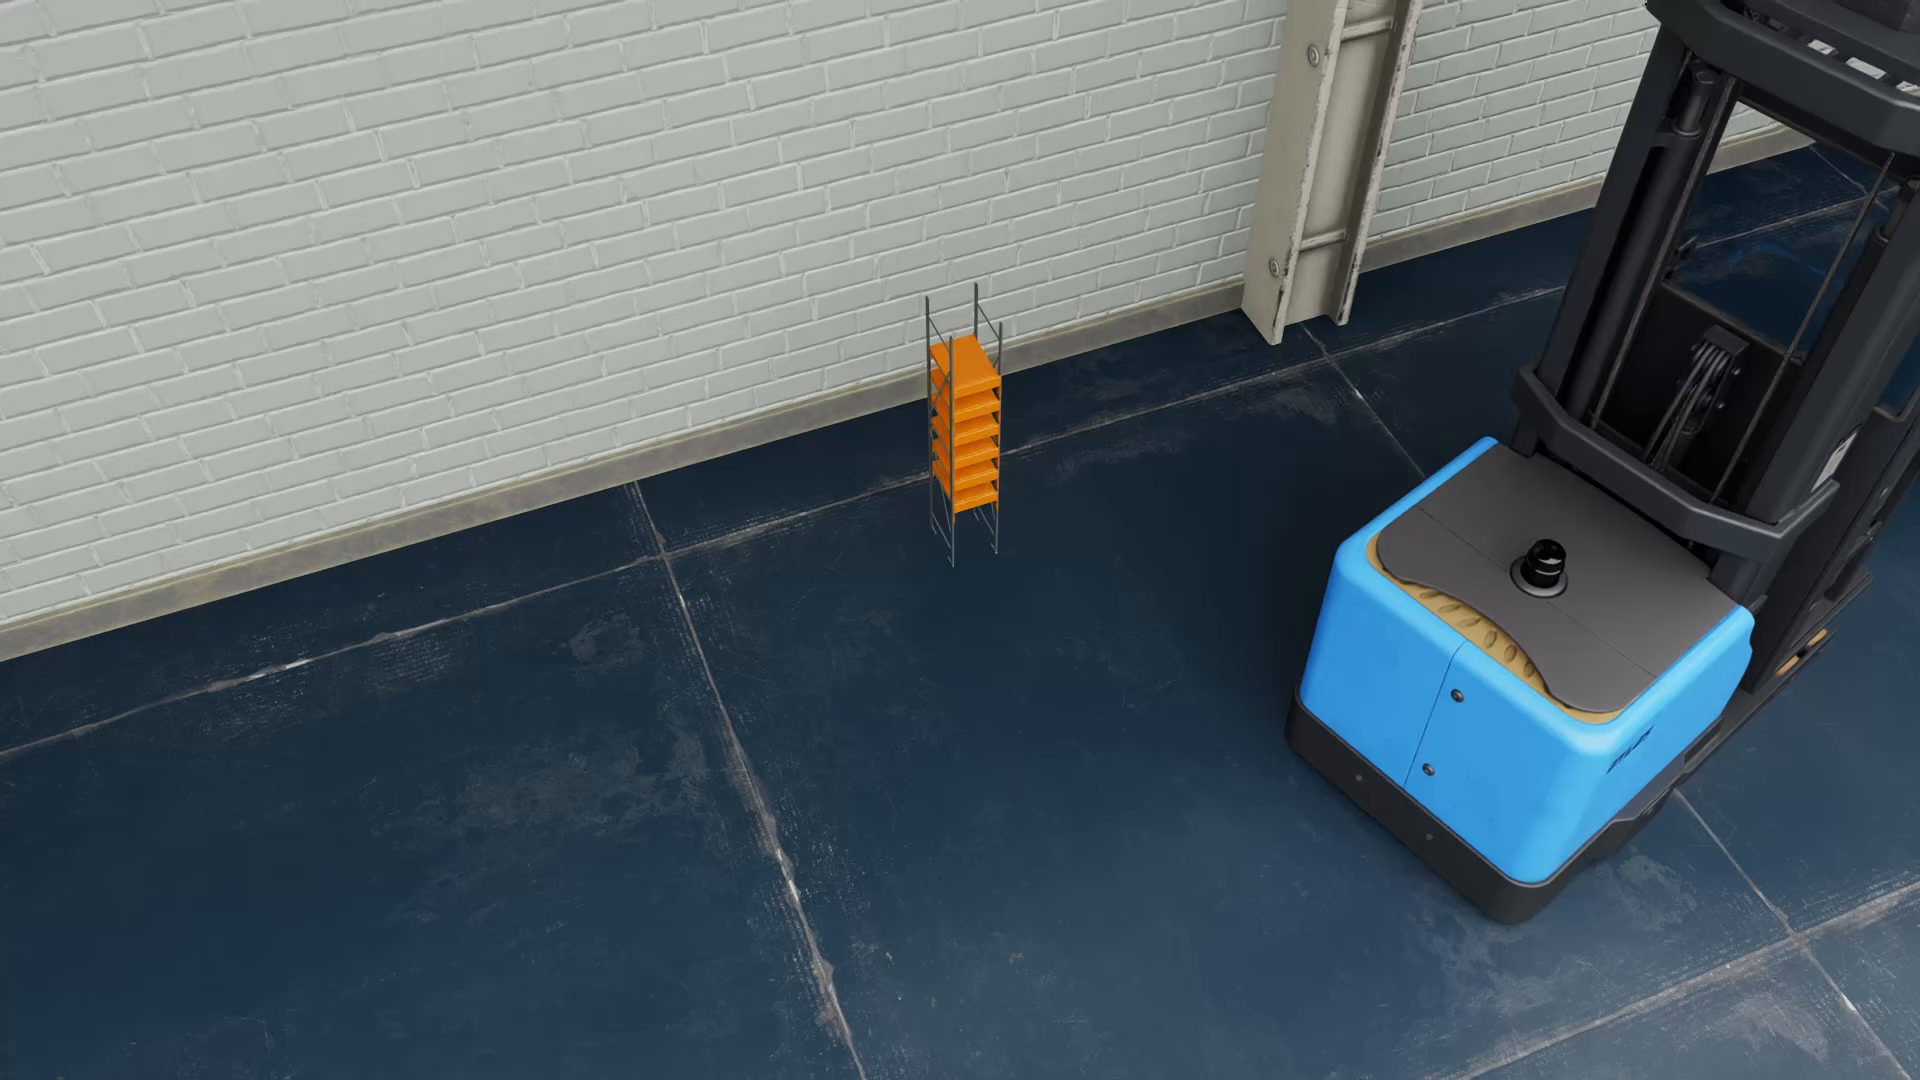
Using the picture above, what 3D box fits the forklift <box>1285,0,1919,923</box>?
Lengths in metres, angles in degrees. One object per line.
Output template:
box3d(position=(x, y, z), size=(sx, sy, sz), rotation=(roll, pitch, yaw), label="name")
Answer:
box3d(position=(2.601, -0.673, 5.237), size=(3.031, 2.935, 1.130), rotation=(-33, 57, -25), label="forklift")

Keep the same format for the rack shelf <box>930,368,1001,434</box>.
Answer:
box3d(position=(0.013, -0.522, 5.991), size=(0.180, 0.103, 0.258), rotation=(-17, 52, -14), label="rack shelf")

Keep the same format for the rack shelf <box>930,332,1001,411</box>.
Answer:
box3d(position=(0.013, -0.601, 5.900), size=(0.180, 0.103, 0.258), rotation=(-17, 52, -14), label="rack shelf")

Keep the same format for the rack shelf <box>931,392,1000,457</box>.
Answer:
box3d(position=(0.013, -0.444, 6.082), size=(0.180, 0.103, 0.258), rotation=(-17, 52, -14), label="rack shelf")

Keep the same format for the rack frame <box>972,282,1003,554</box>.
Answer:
box3d(position=(0.098, -0.421, 6.162), size=(0.006, 1.200, 0.240), rotation=(-17, 52, -14), label="rack frame")

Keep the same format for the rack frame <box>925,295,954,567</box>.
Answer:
box3d(position=(-0.071, -0.369, 6.117), size=(0.006, 1.200, 0.240), rotation=(-17, 52, -14), label="rack frame")

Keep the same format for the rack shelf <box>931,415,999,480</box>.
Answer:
box3d(position=(0.013, -0.366, 6.173), size=(0.180, 0.103, 0.258), rotation=(-17, 52, -14), label="rack shelf")

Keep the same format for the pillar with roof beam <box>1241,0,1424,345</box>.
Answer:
box3d(position=(3.122, -0.930, 1.458), size=(0.400, 9.000, 9.100), rotation=(-17, 52, -14), label="pillar with roof beam")

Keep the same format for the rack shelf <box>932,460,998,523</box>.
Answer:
box3d(position=(0.013, -0.210, 6.355), size=(0.180, 0.103, 0.258), rotation=(-17, 52, -14), label="rack shelf")

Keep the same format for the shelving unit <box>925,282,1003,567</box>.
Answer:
box3d(position=(0.013, -0.395, 6.139), size=(0.189, 1.200, 0.258), rotation=(-17, 52, -14), label="shelving unit")

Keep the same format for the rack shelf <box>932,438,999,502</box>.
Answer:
box3d(position=(0.013, -0.288, 6.264), size=(0.180, 0.103, 0.258), rotation=(-17, 52, -14), label="rack shelf")
